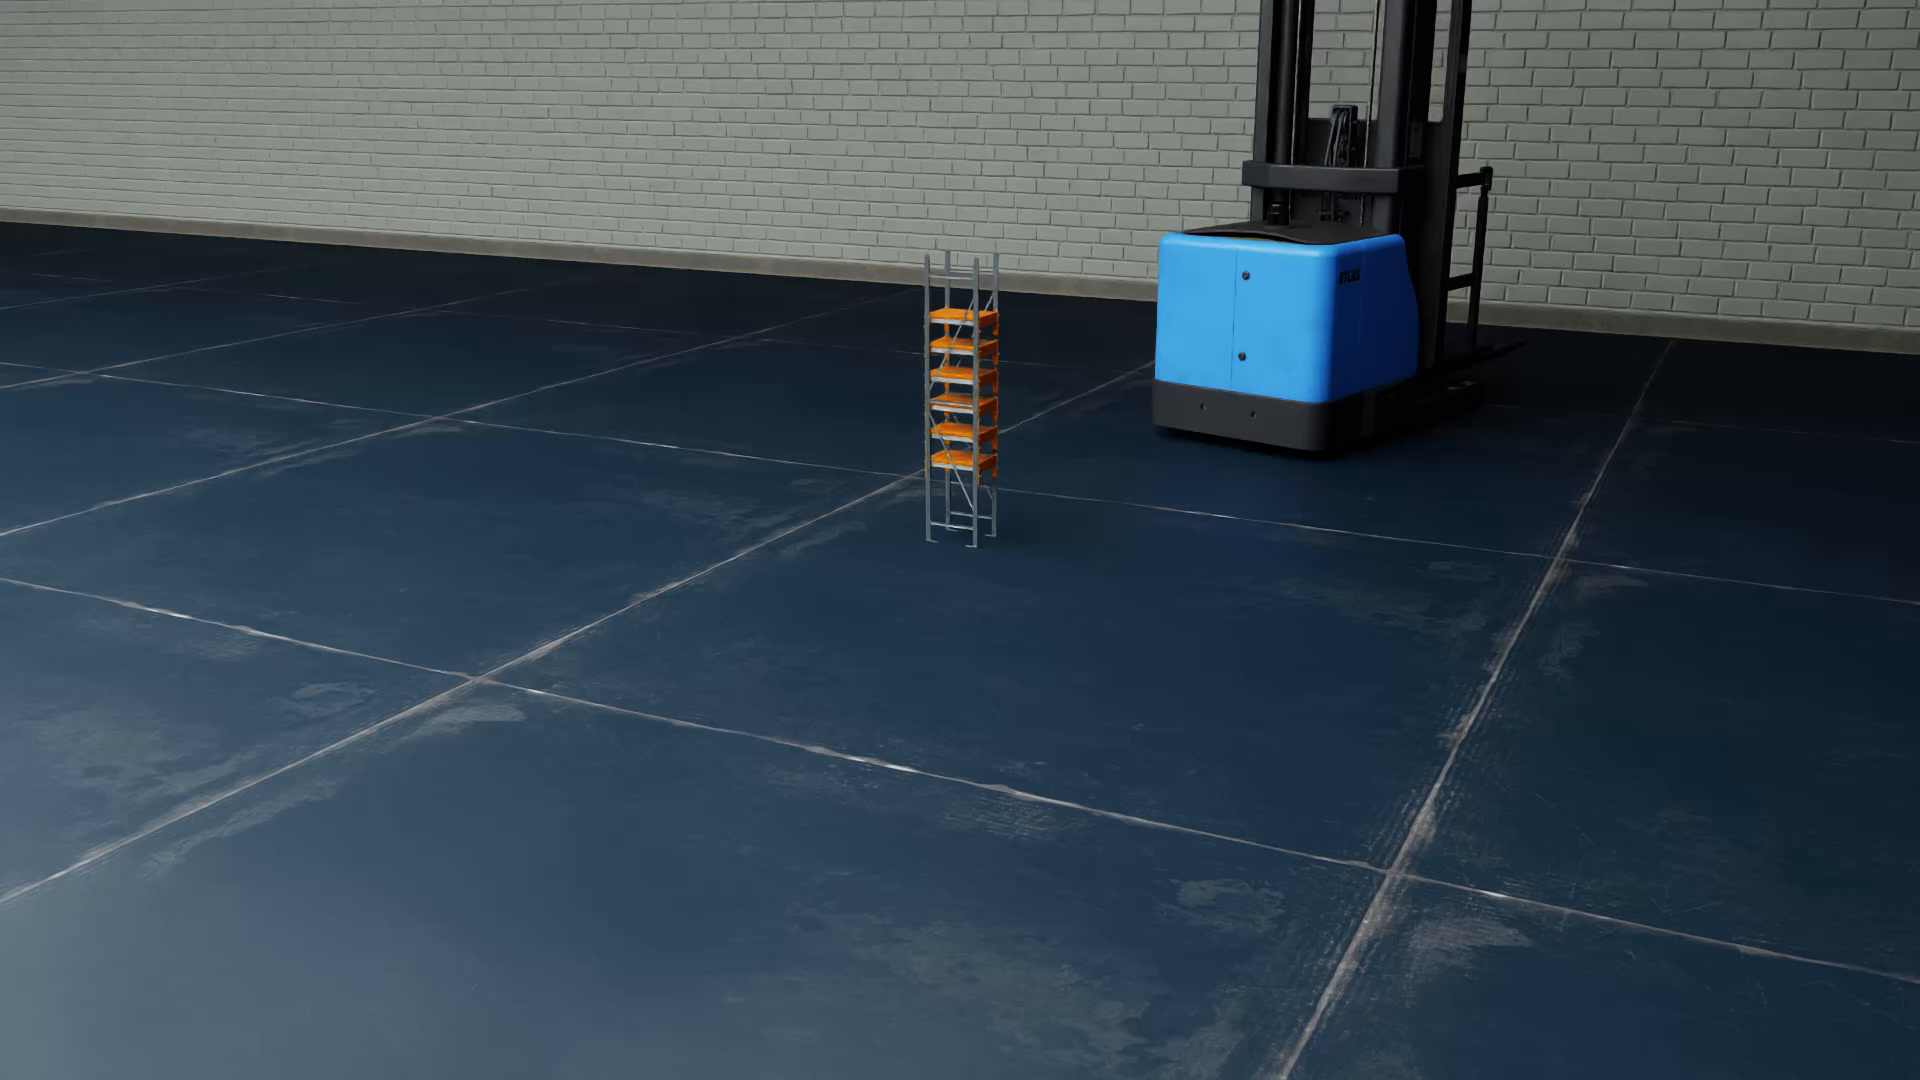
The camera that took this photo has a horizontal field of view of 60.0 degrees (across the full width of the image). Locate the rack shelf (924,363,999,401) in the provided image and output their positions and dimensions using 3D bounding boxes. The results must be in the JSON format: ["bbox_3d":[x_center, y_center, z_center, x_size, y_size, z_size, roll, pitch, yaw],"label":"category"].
[{"bbox_3d":[0.006,-0.651,6.844,0.258,0.103,0.180,8,18,25],"label":"rack shelf"}]

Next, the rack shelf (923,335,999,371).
[{"bbox_3d":[0.006,-0.766,6.810,0.258,0.103,0.180,8,18,25],"label":"rack shelf"}]

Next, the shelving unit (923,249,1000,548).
[{"bbox_3d":[0.006,-0.579,6.866,0.258,1.200,0.189,8,18,25],"label":"shelving unit"}]

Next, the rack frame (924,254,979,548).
[{"bbox_3d":[-0.034,-0.556,6.787,0.240,1.200,0.006,8,18,25],"label":"rack frame"}]

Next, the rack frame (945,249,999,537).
[{"bbox_3d":[0.047,-0.602,6.944,0.240,1.200,0.006,8,18,25],"label":"rack frame"}]

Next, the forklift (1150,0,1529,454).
[{"bbox_3d":[2.357,-2.191,9.254,1.130,2.935,3.031,14,21,38],"label":"forklift"}]

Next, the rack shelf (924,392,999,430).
[{"bbox_3d":[0.006,-0.536,6.879,0.258,0.103,0.180,8,18,25],"label":"rack shelf"}]

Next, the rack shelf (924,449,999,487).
[{"bbox_3d":[0.006,-0.306,6.947,0.258,0.103,0.180,8,18,25],"label":"rack shelf"}]

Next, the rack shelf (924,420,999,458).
[{"bbox_3d":[0.006,-0.421,6.913,0.258,0.103,0.180,8,18,25],"label":"rack shelf"}]

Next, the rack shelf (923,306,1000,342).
[{"bbox_3d":[0.006,-0.881,6.776,0.258,0.103,0.180,8,18,25],"label":"rack shelf"}]
